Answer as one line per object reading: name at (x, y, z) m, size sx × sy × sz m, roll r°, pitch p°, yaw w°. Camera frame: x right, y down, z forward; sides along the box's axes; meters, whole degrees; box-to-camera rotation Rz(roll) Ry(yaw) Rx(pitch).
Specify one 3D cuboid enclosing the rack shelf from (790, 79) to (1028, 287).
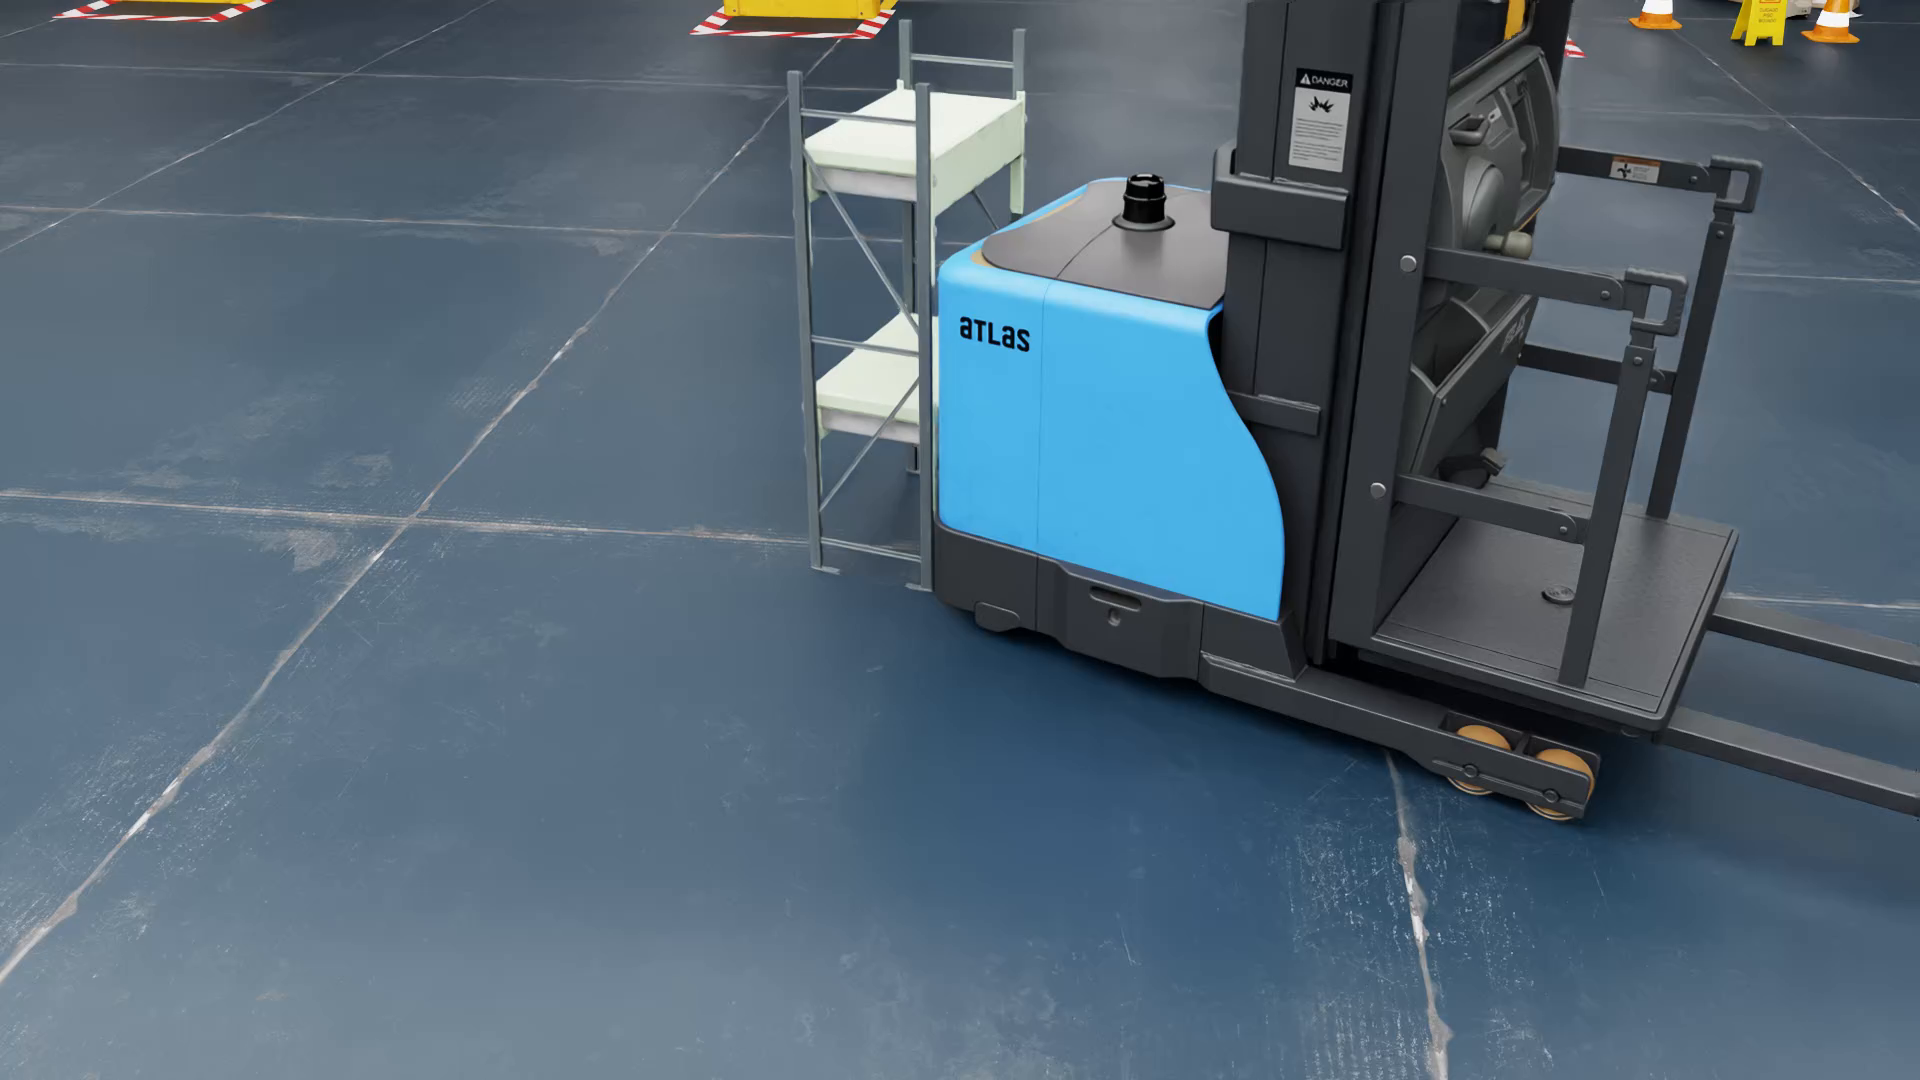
rack shelf at (-0.129, -1.044, 4.784) m, size 0.431 × 0.370 × 0.720 m, roll 11°, pitch 30°, yaw 19°

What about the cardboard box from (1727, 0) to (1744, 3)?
cardboard box at (6.323, -4.621, 13.297) m, size 0.797 × 0.503 × 0.637 m, roll -17°, pitch 33°, yaw -29°

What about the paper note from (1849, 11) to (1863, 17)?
paper note at (6.760, -4.000, 12.642) m, size 0.148 × 0.019 × 0.142 m, roll -6°, pitch 29°, yaw -11°

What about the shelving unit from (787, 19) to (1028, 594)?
shelving unit at (-0.129, -0.701, 4.969) m, size 0.431 × 1.500 × 0.755 m, roll 11°, pitch 30°, yaw 19°

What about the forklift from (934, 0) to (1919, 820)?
forklift at (1.454, -0.906, 3.841) m, size 3.031 × 2.935 × 1.130 m, roll 16°, pitch 32°, yaw 27°

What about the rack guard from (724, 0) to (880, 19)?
rack guard at (-1.206, -4.257, 12.625) m, size 1.175 × 0.500 × 0.348 m, roll 3°, pitch 28°, yaw 6°

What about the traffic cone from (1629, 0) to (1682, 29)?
traffic cone at (5.169, -4.037, 12.255) m, size 0.336 × 0.463 × 0.334 m, roll 3°, pitch 28°, yaw 6°

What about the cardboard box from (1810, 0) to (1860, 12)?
cardboard box at (6.776, -4.225, 12.936) m, size 0.380 × 0.149 × 0.250 m, roll 20°, pitch 34°, yaw 32°

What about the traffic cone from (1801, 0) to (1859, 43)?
traffic cone at (6.249, -3.811, 11.836) m, size 0.336 × 0.463 × 0.334 m, roll 3°, pitch 28°, yaw 6°

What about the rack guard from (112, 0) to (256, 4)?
rack guard at (-6.168, -4.548, 13.165) m, size 1.175 × 0.500 × 0.348 m, roll 3°, pitch 28°, yaw 6°

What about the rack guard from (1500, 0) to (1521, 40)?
rack guard at (3.692, -3.874, 11.915) m, size 1.175 × 0.500 × 0.348 m, roll 3°, pitch 28°, yaw 6°

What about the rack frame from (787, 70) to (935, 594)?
rack frame at (-0.265, -0.539, 4.670) m, size 0.400 × 1.500 × 0.023 m, roll 11°, pitch 30°, yaw 19°

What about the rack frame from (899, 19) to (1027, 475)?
rack frame at (0.006, -0.862, 5.268) m, size 0.400 × 1.500 × 0.023 m, roll 11°, pitch 30°, yaw 19°

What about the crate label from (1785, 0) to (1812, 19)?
crate label at (6.284, -4.041, 12.607) m, size 0.250 × 0.136 × 0.298 m, roll -11°, pitch 30°, yaw -20°

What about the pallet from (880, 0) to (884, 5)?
pallet at (-1.071, -4.511, 13.400) m, size 1.003 × 0.211 × 1.213 m, roll 3°, pitch 28°, yaw 6°

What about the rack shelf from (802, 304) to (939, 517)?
rack shelf at (-0.129, -0.414, 5.124) m, size 0.431 × 0.370 × 0.720 m, roll 11°, pitch 30°, yaw 19°

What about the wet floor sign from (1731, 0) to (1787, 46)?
wet floor sign at (5.657, -3.821, 11.662) m, size 0.267 × 0.644 × 0.232 m, roll -1°, pitch 28°, yaw -3°
